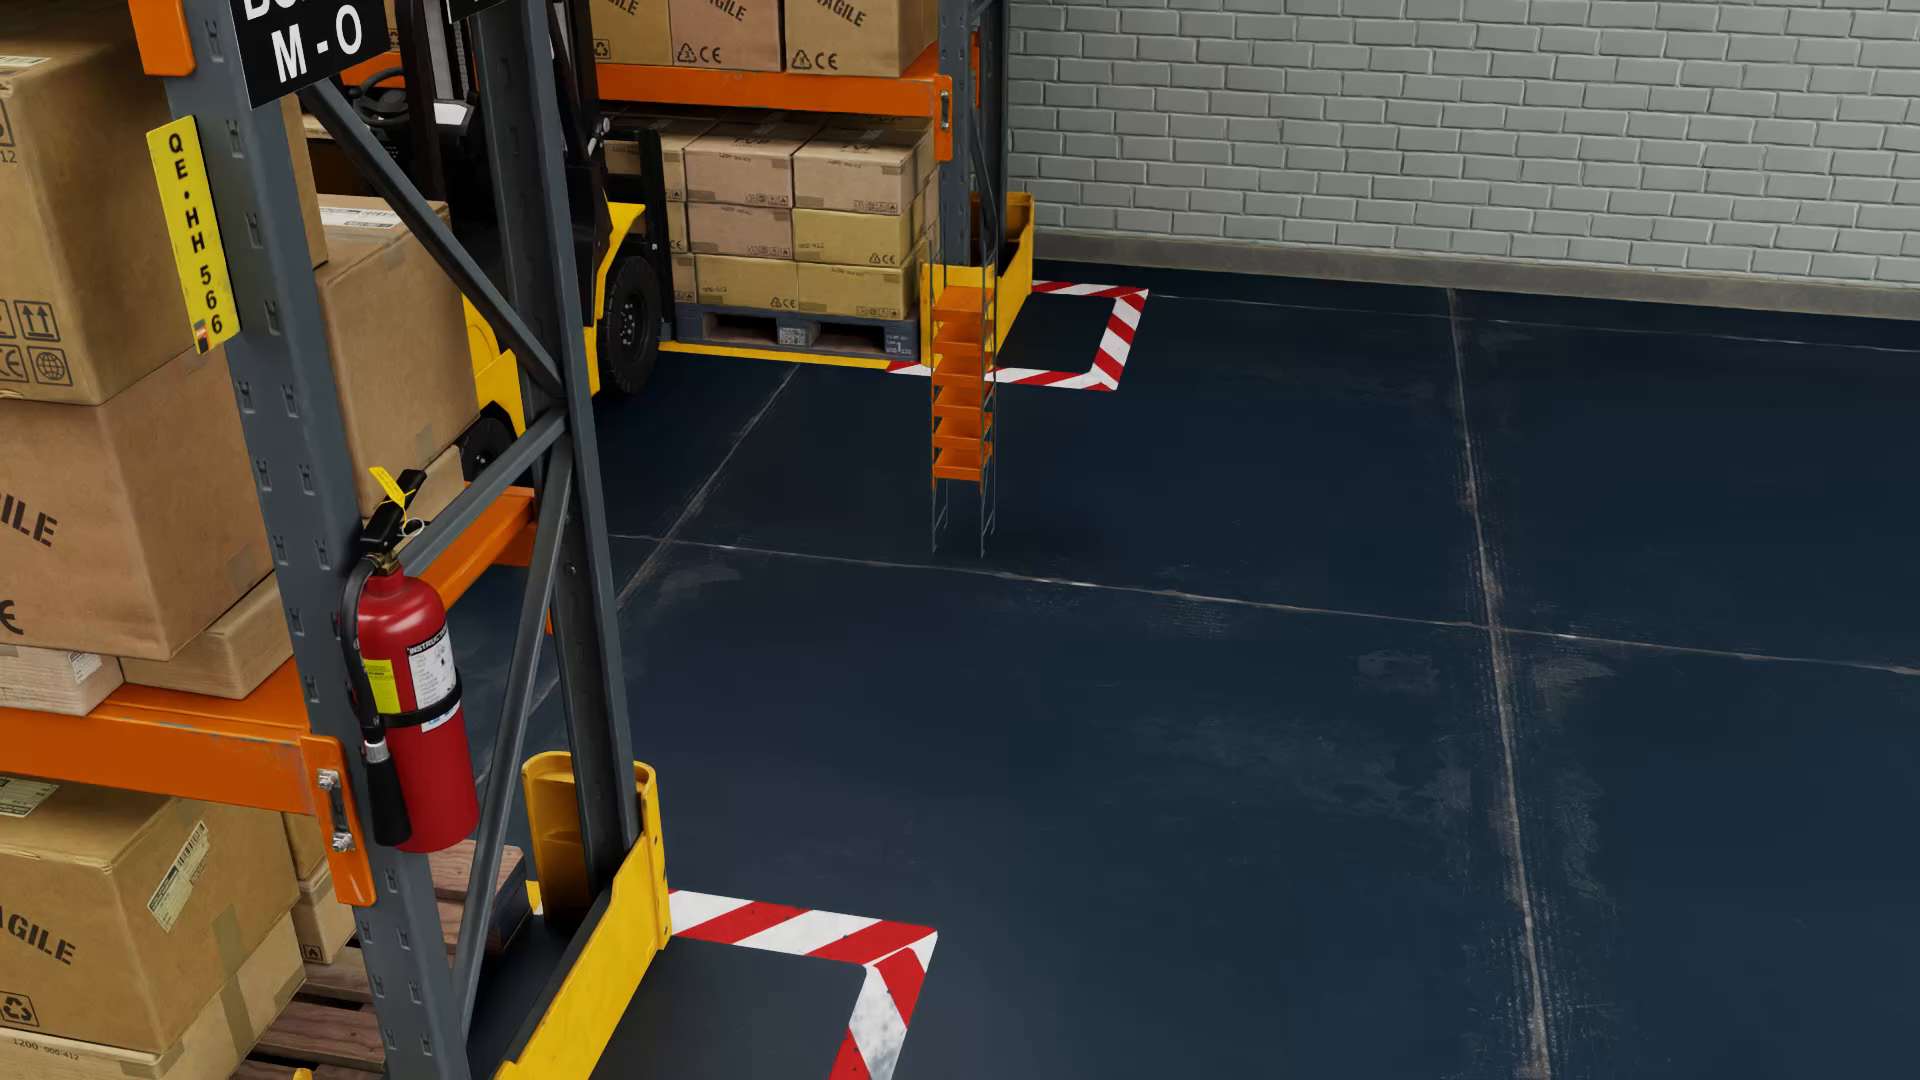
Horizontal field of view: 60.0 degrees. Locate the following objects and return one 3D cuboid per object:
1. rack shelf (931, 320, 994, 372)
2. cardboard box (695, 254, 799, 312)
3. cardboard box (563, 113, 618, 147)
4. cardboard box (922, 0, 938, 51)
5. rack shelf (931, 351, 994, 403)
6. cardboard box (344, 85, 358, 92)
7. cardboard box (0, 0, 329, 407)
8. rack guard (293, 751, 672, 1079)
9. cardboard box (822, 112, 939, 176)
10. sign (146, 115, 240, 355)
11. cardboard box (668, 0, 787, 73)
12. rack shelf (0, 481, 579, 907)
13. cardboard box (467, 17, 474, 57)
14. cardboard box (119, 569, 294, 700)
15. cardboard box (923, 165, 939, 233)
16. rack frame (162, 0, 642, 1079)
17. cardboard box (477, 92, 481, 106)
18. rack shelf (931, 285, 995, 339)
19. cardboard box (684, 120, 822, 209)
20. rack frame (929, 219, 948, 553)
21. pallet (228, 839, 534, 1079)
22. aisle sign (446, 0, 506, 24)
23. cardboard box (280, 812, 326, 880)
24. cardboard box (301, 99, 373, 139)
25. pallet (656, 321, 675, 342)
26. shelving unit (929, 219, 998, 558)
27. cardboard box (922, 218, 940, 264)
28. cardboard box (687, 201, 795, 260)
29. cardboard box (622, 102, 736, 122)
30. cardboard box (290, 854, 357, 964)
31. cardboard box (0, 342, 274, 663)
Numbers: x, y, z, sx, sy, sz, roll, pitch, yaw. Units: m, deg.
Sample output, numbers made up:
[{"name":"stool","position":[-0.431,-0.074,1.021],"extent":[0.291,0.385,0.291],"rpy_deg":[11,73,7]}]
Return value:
[{"name":"rack shelf","position":[0.014,-0.696,5.865],"extent":[0.180,0.103,0.258],"rpy_deg":[6,29,11]},{"name":"cardboard box","position":[-0.938,-1.309,7.944],"extent":[0.500,0.250,0.500],"rpy_deg":[6,29,11]},{"name":"cardboard box","position":[-1.934,-1.843,7.878],"extent":[0.500,0.250,0.500],"rpy_deg":[5,29,10]},{"name":"cardboard box","position":[-0.355,-2.602,7.775],"extent":[0.500,0.500,0.500],"rpy_deg":[7,29,12]},{"name":"rack shelf","position":[0.014,-0.591,5.923],"extent":[0.180,0.103,0.258],"rpy_deg":[6,29,11]},{"name":"cardboard box","position":[-3.318,-2.237,8.598],"extent":[0.500,0.250,0.500],"rpy_deg":[6,29,12]},{"name":"cardboard box","position":[-1.506,-0.608,2.782],"extent":[0.500,0.500,0.700],"rpy_deg":[5,29,9]},{"name":"rack guard","position":[-1.035,1.042,3.826],"extent":[0.348,0.500,1.175],"rpy_deg":[6,29,11]},{"name":"cardboard box","position":[-0.359,-1.932,8.040],"extent":[0.500,0.250,0.500],"rpy_deg":[5,29,10]},{"name":"sign","position":[-1.097,-0.435,2.385],"extent":[0.005,0.325,0.100],"rpy_deg":[6,29,11]},{"name":"cardboard box","position":[-0.970,-2.404,7.414],"extent":[0.500,0.500,0.500],"rpy_deg":[7,29,12]},{"name":"rack shelf","position":[-2.917,0.068,3.751],"extent":[4.000,0.370,1.077],"rpy_deg":[6,29,11]},{"name":"cardboard box","position":[-1.965,-2.501,7.590],"extent":[0.500,0.500,0.500],"rpy_deg":[6,29,11]},{"name":"cardboard box","position":[-1.371,0.126,3.157],"extent":[0.250,0.149,0.380],"rpy_deg":[7,29,12]},{"name":"cardboard box","position":[-0.345,-1.720,8.174],"extent":[0.500,0.250,0.500],"rpy_deg":[6,29,11]},{"name":"rack frame","position":[-0.961,-0.047,3.212],"extent":[0.127,3.000,1.000],"rpy_deg":[6,29,11]},{"name":"cardboard box","position":[-2.328,-2.137,8.414],"extent":[0.500,0.250,0.500],"rpy_deg":[6,29,11]},{"name":"rack shelf","position":[0.014,-0.802,5.808],"extent":[0.180,0.103,0.258],"rpy_deg":[6,29,11]},{"name":"cardboard box","position":[-0.944,-1.743,7.695],"extent":[0.500,0.250,0.500],"rpy_deg":[6,29,11]},{"name":"rack frame","position":[-0.075,-0.534,5.976],"extent":[0.006,1.200,0.240],"rpy_deg":[6,29,11]},{"name":"pallet","position":[-1.822,1.071,4.074],"extent":[1.213,0.211,1.003],"rpy_deg":[6,29,11]},{"name":"aisle sign","position":[-0.836,-1.326,2.842],"extent":[0.004,0.787,0.394],"rpy_deg":[6,29,11]},{"name":"cardboard box","position":[-1.716,0.433,3.980],"extent":[0.500,0.500,0.500],"rpy_deg":[5,29,9]},{"name":"cardboard box","position":[-2.934,-1.944,8.062],"extent":[0.500,0.250,0.500],"rpy_deg":[6,29,11]},{"name":"pallet","position":[-1.874,-1.335,8.469],"extent":[1.213,0.211,1.003],"rpy_deg":[6,29,11]},{"name":"shelving unit","position":[0.014,-0.525,5.959],"extent":[0.189,1.200,0.258],"rpy_deg":[6,29,11]},{"name":"cardboard box","position":[-0.368,-1.497,8.287],"extent":[0.500,0.250,0.500],"rpy_deg":[6,29,11]},{"name":"cardboard box","position":[-0.958,-1.533,7.832],"extent":[0.500,0.250,0.500],"rpy_deg":[6,29,10]},{"name":"cardboard box","position":[-1.335,-2.035,8.229],"extent":[0.500,0.250,0.500],"rpy_deg":[6,29,10]},{"name":"cardboard box","position":[-1.692,0.764,4.156],"extent":[0.500,0.250,0.500],"rpy_deg":[6,29,10]},{"name":"cardboard box","position":[-1.549,-0.146,2.979],"extent":[0.500,0.500,0.500],"rpy_deg":[5,29,10]}]
